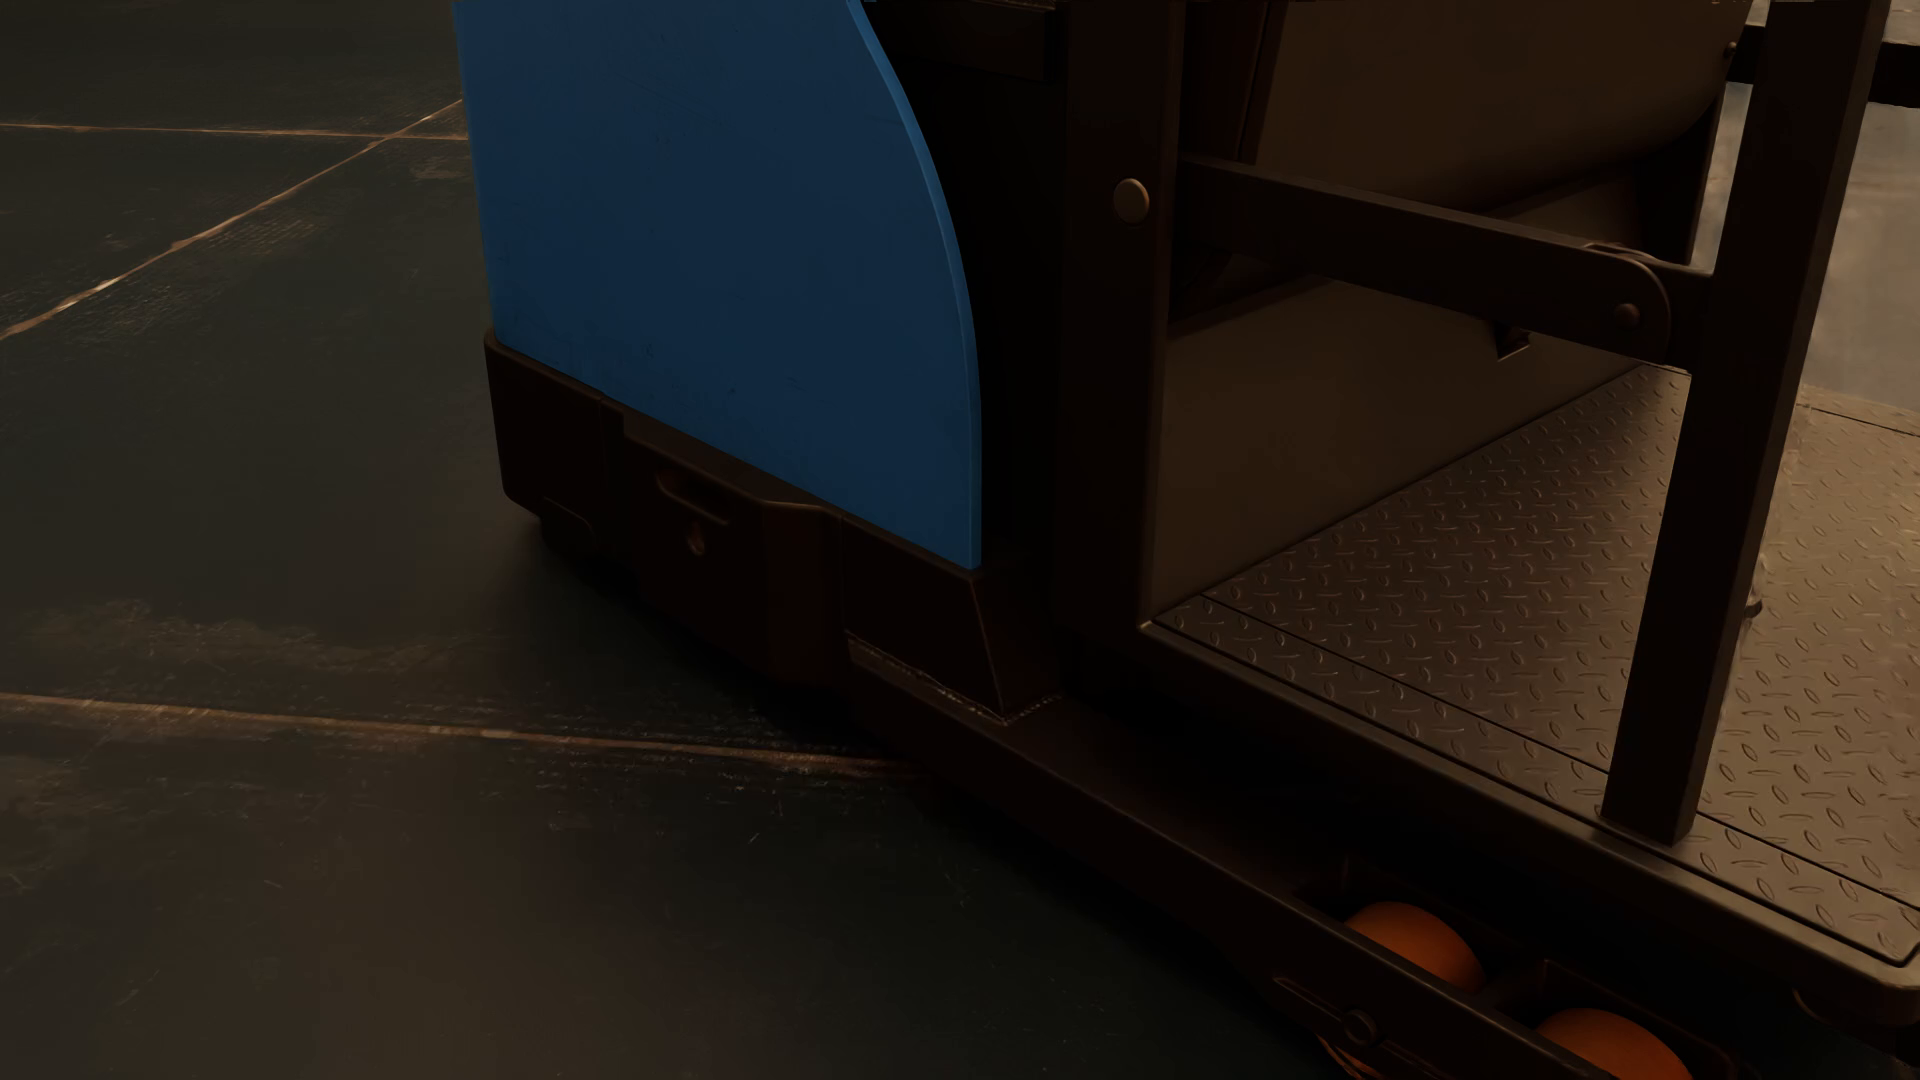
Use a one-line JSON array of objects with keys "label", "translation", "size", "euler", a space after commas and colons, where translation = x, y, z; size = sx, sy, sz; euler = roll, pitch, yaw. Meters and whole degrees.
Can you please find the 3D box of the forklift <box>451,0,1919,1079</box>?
[{"label": "forklift", "translation": [0.693, -1.011, 1.244], "size": [1.130, 2.935, 3.031], "euler": [-23, 35, -38]}]
